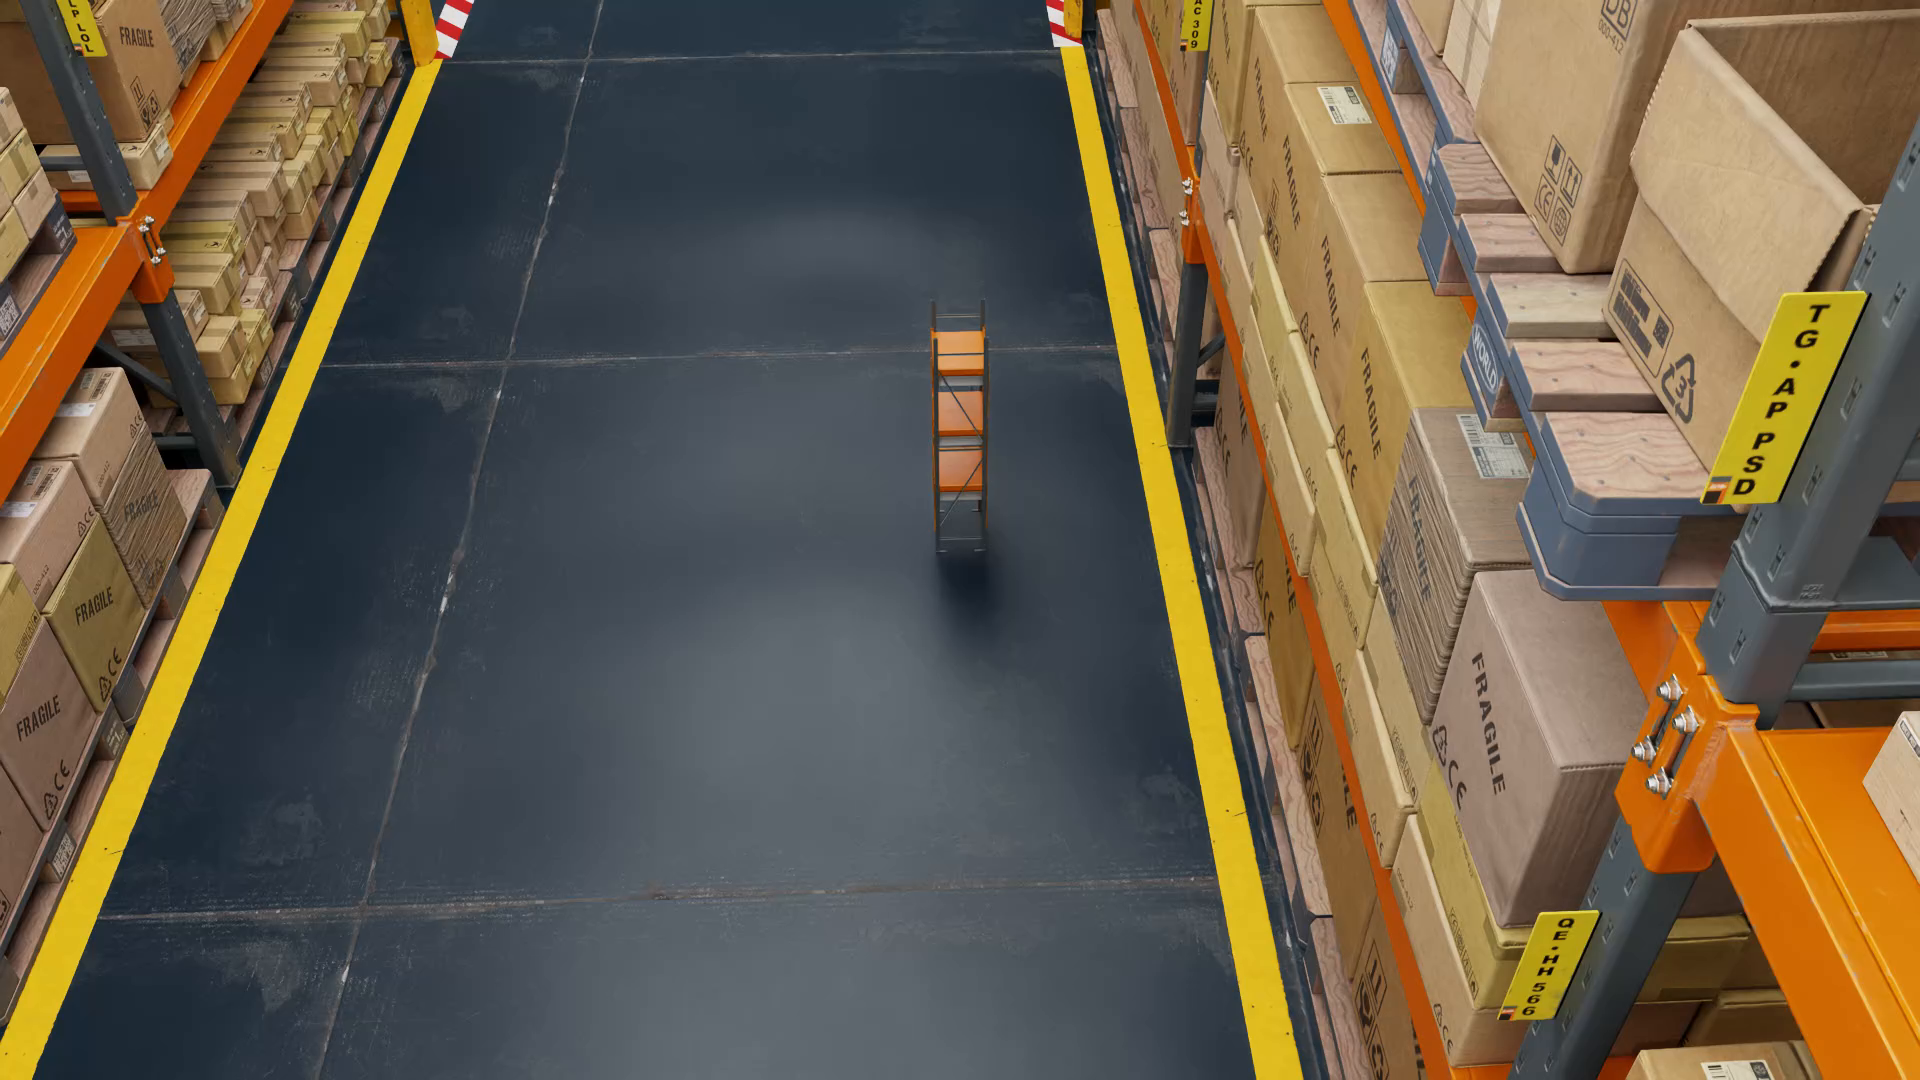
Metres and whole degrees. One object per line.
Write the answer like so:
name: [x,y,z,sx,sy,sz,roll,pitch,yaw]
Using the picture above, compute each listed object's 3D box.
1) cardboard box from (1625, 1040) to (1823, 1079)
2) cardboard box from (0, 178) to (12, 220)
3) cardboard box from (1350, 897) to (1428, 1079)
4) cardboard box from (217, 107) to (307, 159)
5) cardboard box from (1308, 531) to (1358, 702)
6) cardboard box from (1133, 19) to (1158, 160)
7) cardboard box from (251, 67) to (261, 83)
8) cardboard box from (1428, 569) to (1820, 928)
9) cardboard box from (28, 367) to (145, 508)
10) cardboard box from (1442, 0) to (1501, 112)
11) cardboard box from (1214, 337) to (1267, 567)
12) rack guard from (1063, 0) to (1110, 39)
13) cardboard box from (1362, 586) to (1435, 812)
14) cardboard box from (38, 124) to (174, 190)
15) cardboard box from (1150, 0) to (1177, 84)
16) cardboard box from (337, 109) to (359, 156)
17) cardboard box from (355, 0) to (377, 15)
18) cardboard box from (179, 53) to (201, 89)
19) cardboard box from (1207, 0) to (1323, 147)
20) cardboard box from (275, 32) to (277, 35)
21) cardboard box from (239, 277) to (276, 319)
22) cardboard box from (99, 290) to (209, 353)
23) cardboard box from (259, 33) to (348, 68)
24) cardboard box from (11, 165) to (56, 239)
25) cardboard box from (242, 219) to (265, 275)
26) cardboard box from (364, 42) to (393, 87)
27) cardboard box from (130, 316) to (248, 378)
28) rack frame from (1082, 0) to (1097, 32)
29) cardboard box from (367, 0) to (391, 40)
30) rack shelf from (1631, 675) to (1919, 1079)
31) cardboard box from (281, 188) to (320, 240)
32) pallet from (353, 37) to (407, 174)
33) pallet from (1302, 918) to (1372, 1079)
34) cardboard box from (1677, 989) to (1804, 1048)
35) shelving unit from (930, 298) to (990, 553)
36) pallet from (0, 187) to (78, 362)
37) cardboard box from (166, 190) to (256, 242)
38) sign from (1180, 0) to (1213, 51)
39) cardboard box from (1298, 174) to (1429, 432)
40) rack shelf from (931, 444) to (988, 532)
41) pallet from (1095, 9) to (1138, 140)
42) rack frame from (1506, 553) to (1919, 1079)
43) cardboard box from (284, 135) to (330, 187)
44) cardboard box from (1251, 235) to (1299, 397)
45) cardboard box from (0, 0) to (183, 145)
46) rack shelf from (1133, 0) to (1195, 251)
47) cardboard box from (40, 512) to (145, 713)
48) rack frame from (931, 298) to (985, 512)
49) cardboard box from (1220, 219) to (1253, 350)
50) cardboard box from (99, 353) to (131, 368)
cardboard box: [1.354,1.156,2.664,0.500,0.500,0.500,-3,43,-3]
cardboard box: [-3.318,-1.075,5.358,0.380,0.149,0.250,-1,43,-2]
cardboard box: [1.620,1.306,4.367,0.875,0.875,0.875,-2,43,-2]
cardboard box: [-3.393,-1.961,8.028,0.380,0.149,0.250,-1,43,-2]
cardboard box: [1.243,0.183,4.441,0.500,0.250,0.500,-2,43,-2]
cardboard box: [1.402,-2.404,8.738,0.875,0.438,0.875,-1,43,-1]
cardboard box: [-3.475,-2.374,8.699,0.380,0.149,0.250,-2,43,-2]
cardboard box: [1.283,0.399,3.280,0.500,0.500,0.500,-3,43,-3]
cardboard box: [-3.261,-0.358,5.905,0.500,0.250,0.500,-3,43,-3]
cardboard box: [1.158,-0.984,3.173,0.396,0.266,0.258,-3,43,-3]
cardboard box: [1.503,-0.509,6.347,0.875,0.875,0.875,0,43,0]
rack guard: [1.225,-3.349,10.034,1.175,0.500,0.348,-2,43,-2]
cardboard box: [1.266,0.352,3.887,0.500,0.250,0.500,-3,43,-3]
cardboard box: [-3.230,-1.452,6.300,0.380,0.149,0.250,0,43,0]
cardboard box: [1.094,-2.244,6.904,0.500,0.500,0.500,-3,43,-3]
cardboard box: [-3.350,-2.110,8.631,0.380,0.149,0.250,-3,43,-4]
cardboard box: [-3.439,-3.017,9.180,0.380,0.149,0.250,-1,43,-1]
cardboard box: [-3.385,-1.986,6.883,0.380,0.149,0.250,-3,43,-4]
cardboard box: [1.128,-1.654,5.521,0.500,0.500,0.500,-1,43,-1]
cardboard box: [-3.949,-2.896,9.269,0.380,0.149,0.250,0,43,0]
cardboard box: [-3.313,-1.049,7.473,0.380,0.149,0.250,-2,43,-2]
cardboard box: [-3.353,-0.905,6.877,0.380,0.149,0.250,0,43,0]
cardboard box: [-3.400,-2.498,8.614,0.380,0.149,0.250,-3,43,-4]
cardboard box: [-3.330,-1.143,5.653,0.380,0.149,0.250,-3,43,-3]
cardboard box: [-3.396,-1.325,7.555,0.380,0.149,0.250,-4,43,-4]
cardboard box: [-3.372,-2.628,9.196,0.380,0.149,0.250,0,43,0]
cardboard box: [-3.241,-0.811,6.994,0.380,0.149,0.250,0,43,0]
rack frame: [1.226,-4.254,9.171,1.000,3.000,0.127,-2,43,-2]
cardboard box: [-3.407,-2.909,9.283,0.380,0.149,0.250,-3,43,-3]
rack shelf: [1.651,1.656,1.036,1.077,0.370,4.000,-2,43,-2]
cardboard box: [-3.335,-1.577,8.050,0.380,0.149,0.250,-3,43,-3]
pallet: [-3.712,-2.415,9.229,1.003,0.211,1.213,-2,43,-2]
pallet: [1.608,1.640,4.805,1.003,0.211,1.213,-2,43,-2]
cardboard box: [1.797,0.864,3.698,0.500,0.250,0.500,-2,43,-3]
shelving unit: [-0.002,-0.423,6.435,0.215,1.050,0.252,-2,43,-2]
pallet: [-3.658,-0.753,5.493,1.003,0.211,1.213,-2,43,-2]
cardboard box: [-3.399,-1.438,7.457,0.380,0.149,0.250,-3,43,-3]
sign: [0.842,-1.885,5.888,0.100,0.325,0.005,-2,43,-2]
cardboard box: [1.224,-0.624,4.397,0.500,0.500,0.500,-2,43,-2]
rack shelf: [-0.002,-0.210,6.630,0.215,0.259,0.240,-2,43,-2]
pallet: [1.339,-2.689,9.527,1.003,0.211,1.213,-2,43,-2]
rack frame: [1.566,1.146,3.279,1.000,3.000,0.127,-2,43,-2]
cardboard box: [-3.317,-1.851,8.128,0.380,0.149,0.250,-1,43,-1]
cardboard box: [1.178,-0.685,5.019,0.500,0.250,0.500,-1,43,-1]
cardboard box: [-3.314,-1.832,6.234,0.500,0.500,0.500,-2,43,-3]
rack shelf: [1.311,-2.639,7.941,1.077,0.370,4.000,-2,43,-2]
cardboard box: [-3.240,0.262,5.784,0.500,0.500,0.500,-3,43,-3]
rack frame: [-0.007,-0.506,6.525,0.200,1.050,0.008,-2,43,-2]
cardboard box: [1.175,-0.845,5.563,0.500,0.250,0.500,-3,43,-3]
cardboard box: [-3.829,-0.880,7.289,0.380,0.149,0.250,-1,43,-1]
